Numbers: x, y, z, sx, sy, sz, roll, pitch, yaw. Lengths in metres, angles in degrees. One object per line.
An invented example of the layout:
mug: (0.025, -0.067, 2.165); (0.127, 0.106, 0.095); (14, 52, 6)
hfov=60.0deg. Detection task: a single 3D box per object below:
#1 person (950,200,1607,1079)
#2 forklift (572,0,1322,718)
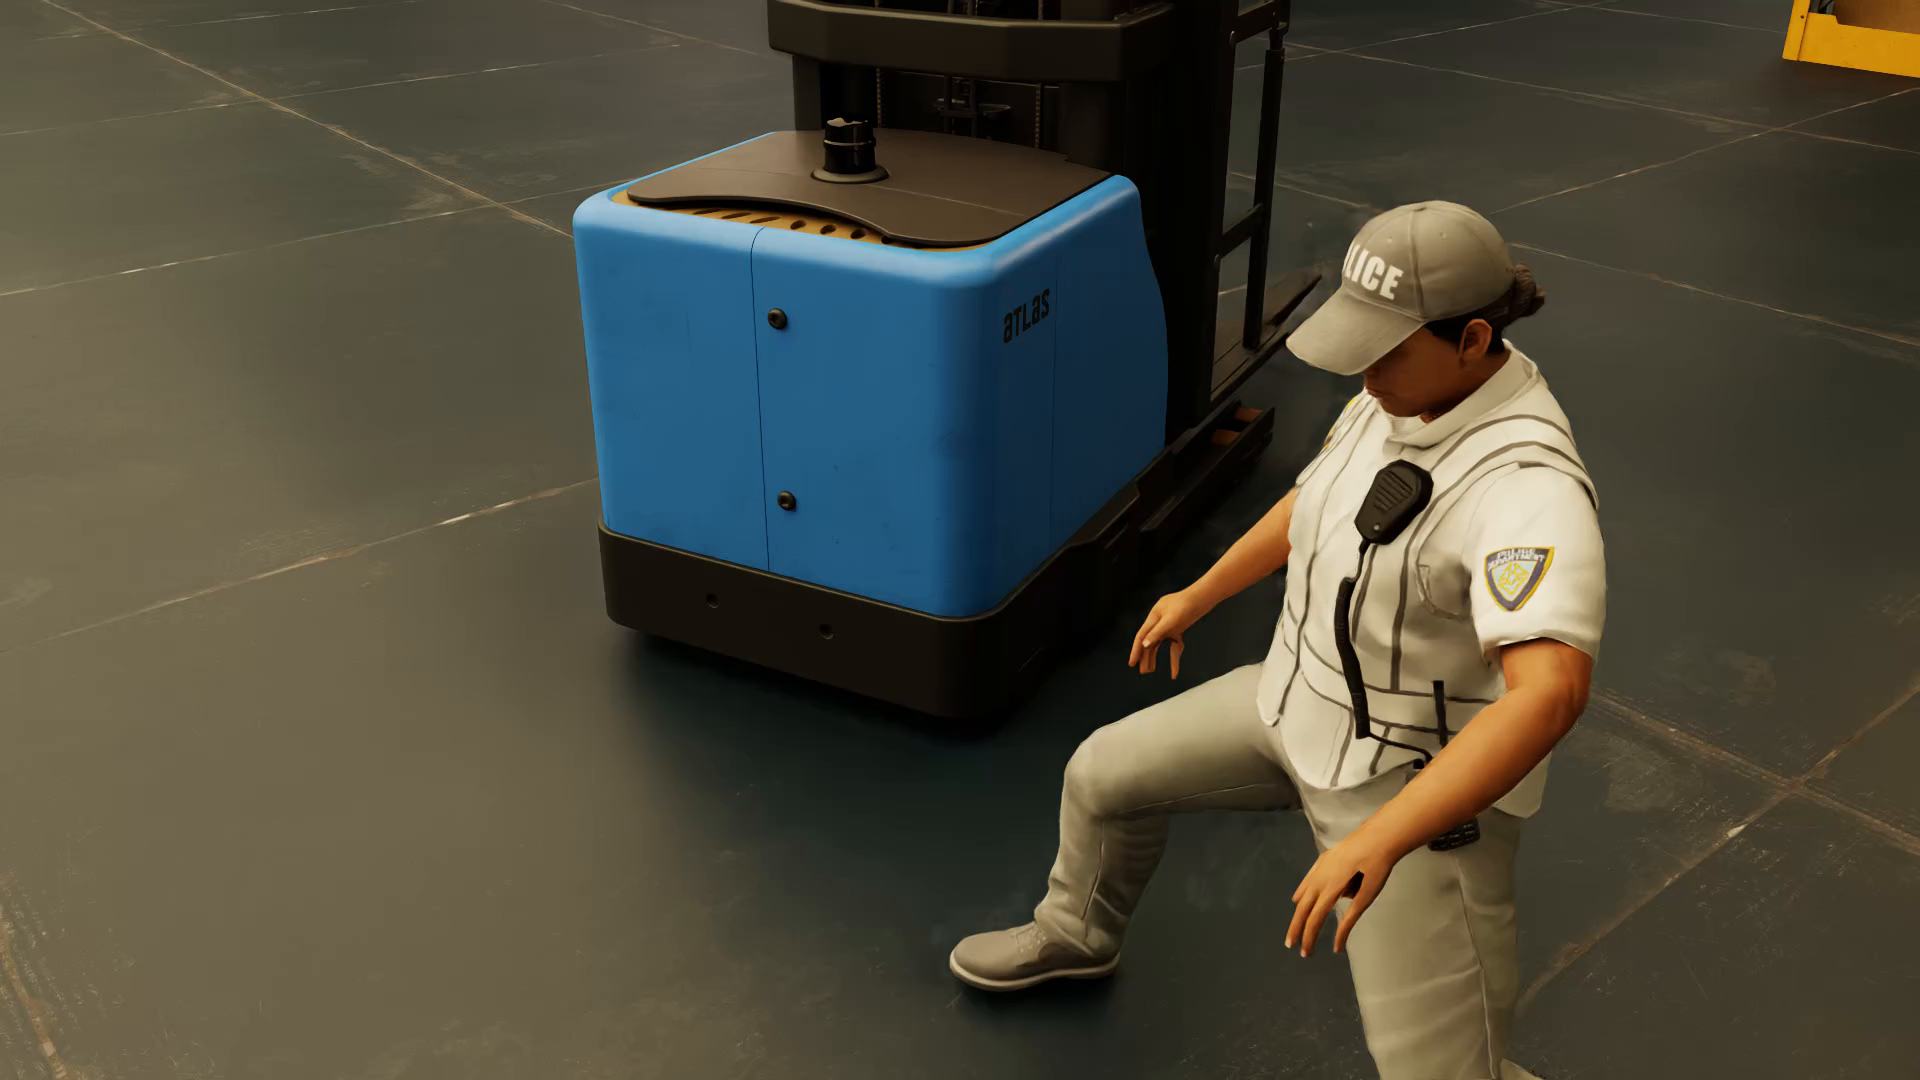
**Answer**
person: (0.510, 0.284, 2.299); (0.910, 1.519, 0.976); (-5, 27, -10)
forklift: (0.285, -1.552, 4.331); (1.130, 2.935, 3.031); (13, 29, 25)
